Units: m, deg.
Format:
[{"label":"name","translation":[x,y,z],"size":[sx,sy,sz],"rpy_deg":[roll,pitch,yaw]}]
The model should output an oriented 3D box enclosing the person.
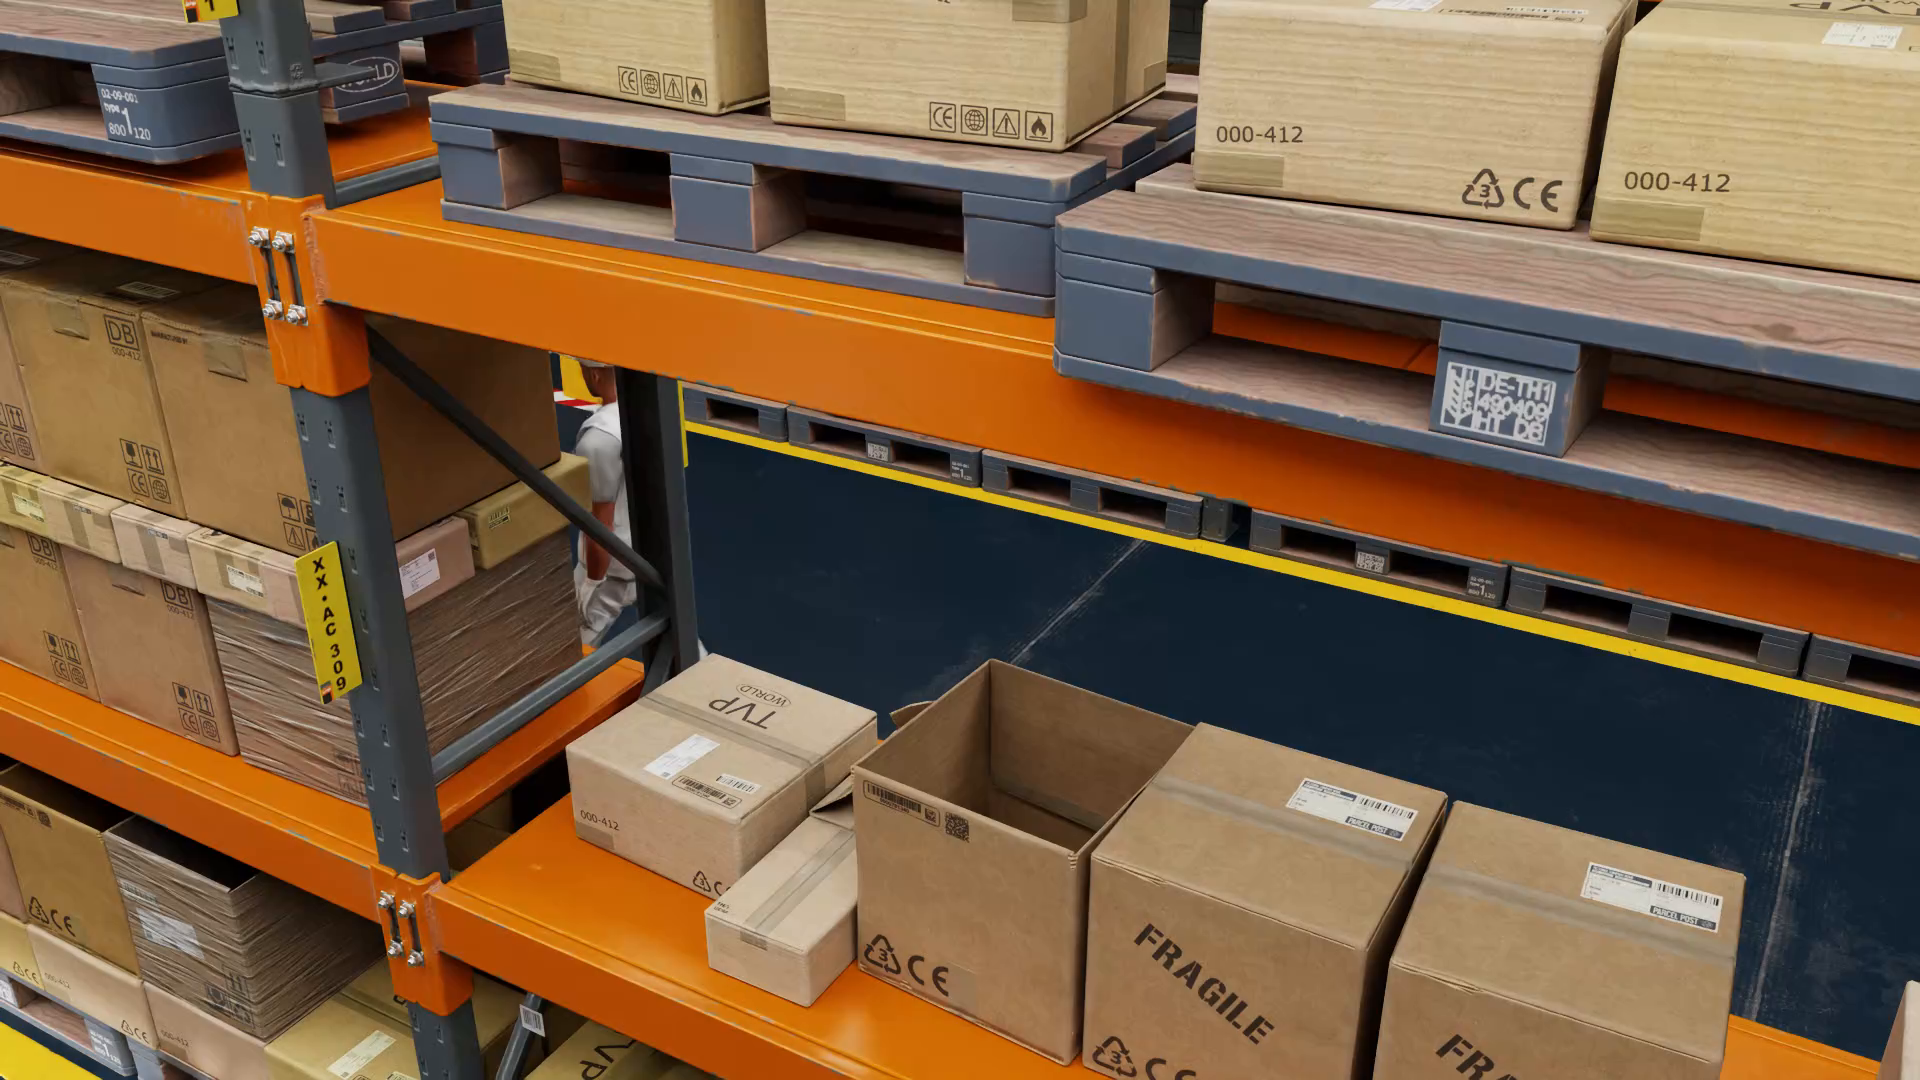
[{"label":"person","translation":[-1.363,0.069,5.938],"size":[0.779,1.767,0.750],"rpy_deg":[10,28,19]}]
